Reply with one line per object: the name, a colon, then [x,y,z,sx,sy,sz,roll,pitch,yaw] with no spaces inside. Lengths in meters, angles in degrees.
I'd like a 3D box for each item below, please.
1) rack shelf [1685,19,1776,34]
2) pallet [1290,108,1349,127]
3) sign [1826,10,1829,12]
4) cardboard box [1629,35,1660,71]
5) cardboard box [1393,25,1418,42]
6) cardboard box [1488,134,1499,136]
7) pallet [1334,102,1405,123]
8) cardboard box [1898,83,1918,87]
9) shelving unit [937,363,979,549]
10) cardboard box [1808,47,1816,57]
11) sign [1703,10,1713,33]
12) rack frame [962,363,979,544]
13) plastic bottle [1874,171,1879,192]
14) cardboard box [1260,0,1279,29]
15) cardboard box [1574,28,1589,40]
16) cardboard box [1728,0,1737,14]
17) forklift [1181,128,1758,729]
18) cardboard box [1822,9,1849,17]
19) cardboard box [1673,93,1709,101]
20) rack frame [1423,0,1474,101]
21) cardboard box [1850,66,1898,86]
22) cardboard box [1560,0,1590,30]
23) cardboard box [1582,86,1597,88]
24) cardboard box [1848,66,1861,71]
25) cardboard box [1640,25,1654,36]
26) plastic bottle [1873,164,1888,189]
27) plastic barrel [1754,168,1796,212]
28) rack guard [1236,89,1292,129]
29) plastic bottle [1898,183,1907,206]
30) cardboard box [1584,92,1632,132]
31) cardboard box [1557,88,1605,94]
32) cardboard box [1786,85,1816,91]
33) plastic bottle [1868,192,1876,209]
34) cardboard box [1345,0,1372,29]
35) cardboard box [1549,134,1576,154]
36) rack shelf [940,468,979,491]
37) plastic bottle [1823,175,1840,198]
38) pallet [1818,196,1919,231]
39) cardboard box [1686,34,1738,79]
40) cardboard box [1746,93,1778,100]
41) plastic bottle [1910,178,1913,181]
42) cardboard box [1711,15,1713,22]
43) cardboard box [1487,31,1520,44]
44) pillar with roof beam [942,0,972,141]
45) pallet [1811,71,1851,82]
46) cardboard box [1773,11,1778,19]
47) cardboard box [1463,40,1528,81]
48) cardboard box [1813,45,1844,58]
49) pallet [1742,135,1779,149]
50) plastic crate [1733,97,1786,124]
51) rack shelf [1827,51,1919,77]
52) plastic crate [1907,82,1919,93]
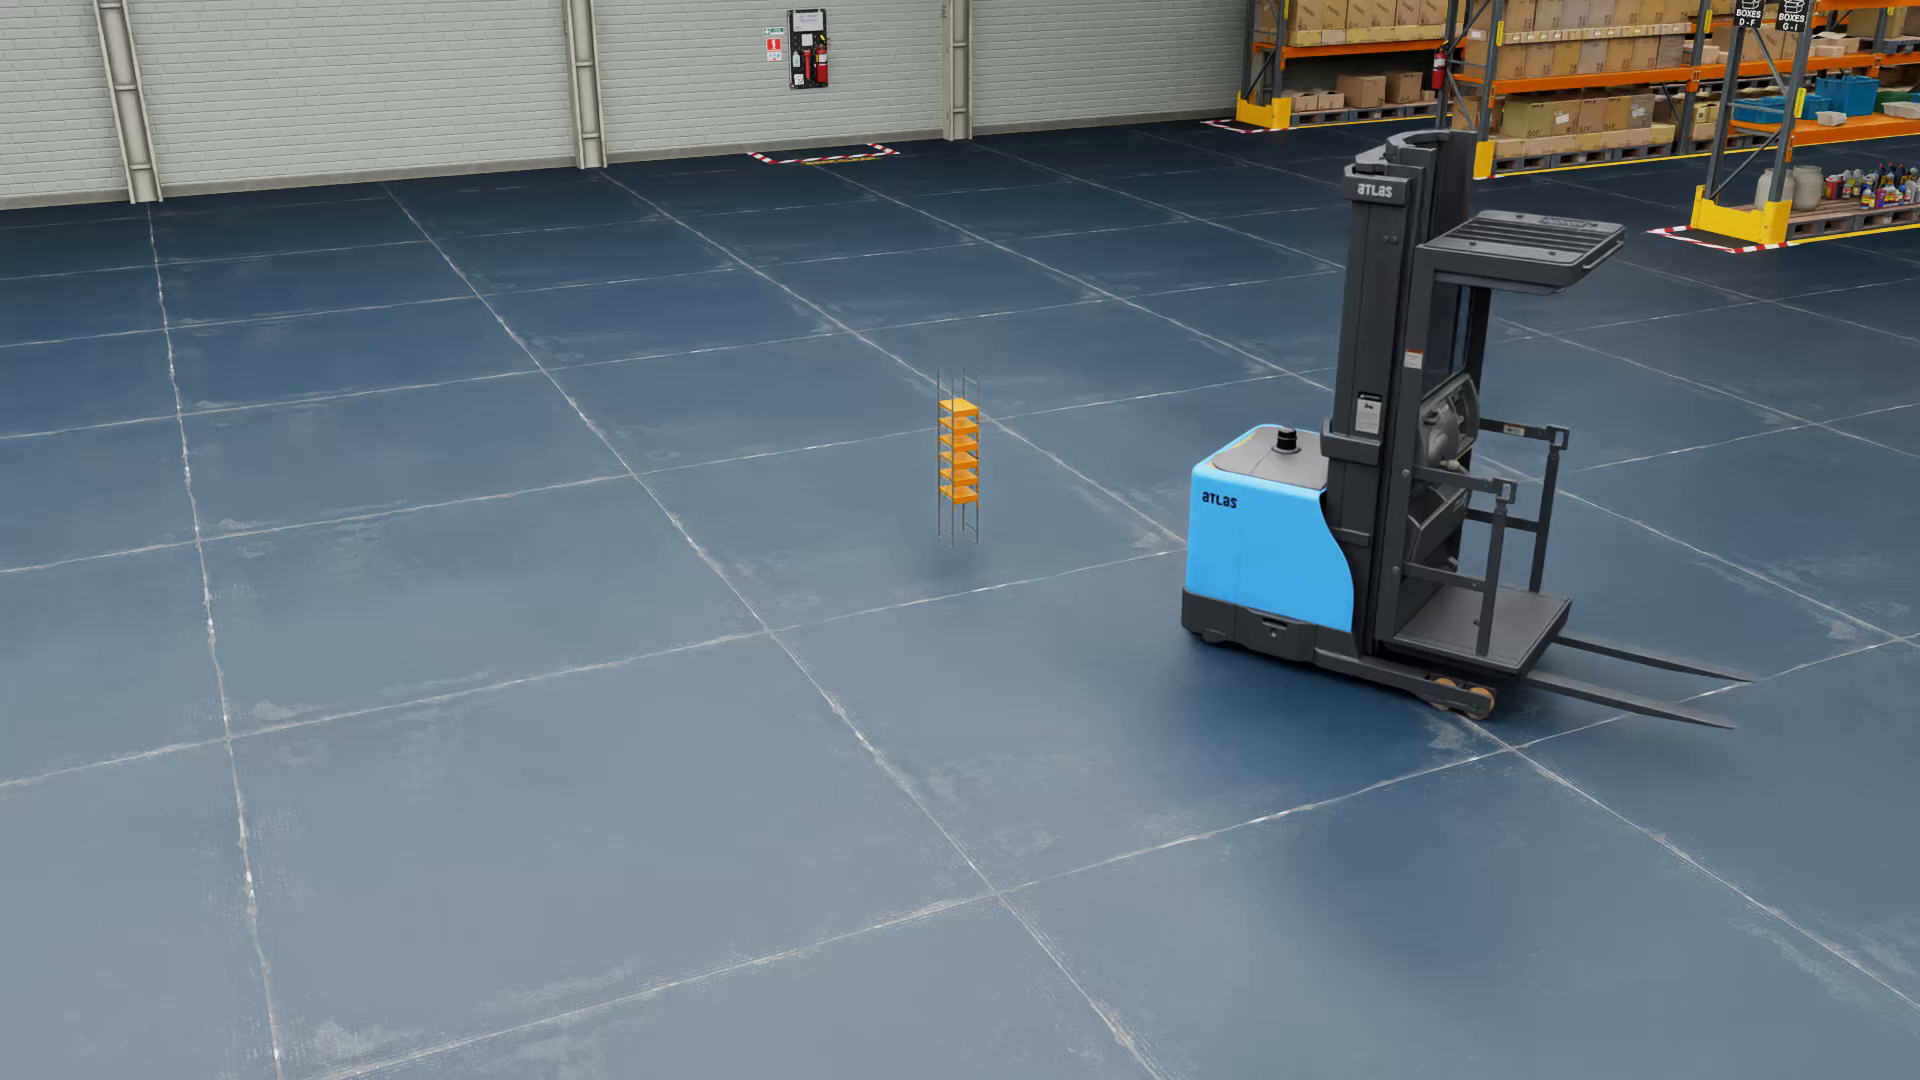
rack shelf: [14.115,-9.818,31.988,4.000,0.370,1.077,-10,25,-24]
pallet: [5.920,-7.339,28.703,1.213,0.211,1.003,-10,25,-24]
sign: [14.220,-8.796,27.168,0.005,0.325,0.100,-10,25,-24]
cardboard box: [9.990,-7.330,24.904,0.500,0.500,0.700,-11,25,-24]
cardboard box: [7.514,-8.744,28.622,0.500,0.250,0.500,-11,25,-24]
cardboard box: [7.611,-5.900,24.627,0.500,0.250,0.500,-10,25,-24]
pallet: [7.018,-7.540,29.188,1.213,0.211,1.003,-10,25,-24]
cardboard box: [15.922,-7.308,27.676,0.500,0.500,0.500,-11,25,-24]
shelving unit: [-0.013,-0.552,11.015,0.189,1.200,0.258,-10,25,-24]
cardboard box: [13.340,-7.765,26.416,0.250,0.149,0.380,-9,24,-20]
sign: [11.102,-7.695,24.681,0.005,0.325,0.100,-10,25,-24]
rack frame: [0.069,-0.567,11.051,0.006,1.200,0.240,-10,25,-24]
plastic bottle: [11.811,-4.624,21.492,0.097,0.271,0.097,0,22,0]
cardboard box: [5.437,-8.930,28.090,0.500,0.500,0.500,-11,25,-24]
cardboard box: [8.862,-7.337,24.073,0.250,0.149,0.380,-11,25,-24]
cardboard box: [14.698,-10.344,31.770,0.500,0.500,0.500,-10,25,-24]
forklift: [2.821,-0.624,8.926,3.031,2.935,1.130,14,26,31]
cardboard box: [17.073,-10.825,33.086,0.700,0.700,0.980,-11,25,-25]
cardboard box: [11.567,-6.886,26.276,0.500,0.311,0.500,-10,24,-22]
rack frame: [8.708,-9.156,29.446,0.127,3.000,1.000,-10,25,-24]
cardboard box: [15.254,-7.754,27.773,0.500,0.250,0.500,-9,24,-22]
cardboard box: [8.655,-7.686,24.069,0.500,0.500,0.700,-10,25,-23]
cardboard box: [11.686,-8.730,31.111,0.500,0.500,0.700,-10,25,-23]
cardboard box: [18.030,-9.868,33.886,0.500,0.500,0.700,-11,25,-25]
cardboard box: [10.013,-7.547,24.582,0.250,0.149,0.380,-10,25,-24]
plastic bottle: [11.928,-4.698,21.567,0.185,0.351,0.144,-12,25,-26]
plastic barrel: [9.961,-4.258,20.318,0.421,0.512,0.421,0,22,0]
rack guard: [5.172,-7.350,28.352,0.348,0.500,1.175,-10,25,-24]
plastic bottle: [11.751,-4.321,20.759,0.097,0.271,0.097,0,22,0]
cardboard box: [9.633,-6.404,24.864,0.500,0.500,0.500,-10,25,-24]
cardboard box: [9.405,-6.584,25.300,0.500,0.500,0.500,-10,25,-24]
cardboard box: [13.865,-7.310,27.299,0.500,0.311,0.500,-10,24,-22]
plastic bottle: [11.263,-4.199,20.555,0.097,0.201,0.097,0,22,0]
cardboard box: [6.582,-8.916,28.057,0.500,0.500,0.500,-11,25,-25]
cardboard box: [8.735,-5.888,24.599,0.500,0.250,0.500,-10,25,-24]
rack shelf: [-0.013,-0.400,11.078,0.180,0.103,0.258,-10,25,-24]
plastic bottle: [11.104,-4.511,21.211,0.135,0.276,0.152,-10,25,-23]
pallet: [11.281,-4.152,21.004,1.213,0.211,1.003,-10,25,-24]
cardboard box: [14.588,-9.382,32.255,0.750,0.750,0.750,-10,24,-22]
cardboard box: [12.725,-6.870,26.237,0.500,0.311,0.500,-10,24,-22]
plastic bottle: [12.018,-4.429,21.004,0.133,0.283,0.061,-10,25,-24]
cardboard box: [14.087,-9.945,31.656,0.250,0.149,0.380,-10,25,-23]
cardboard box: [7.703,-7.122,23.555,0.250,0.149,0.380,-11,25,-24]
pillar with roof beam: [1.820,-9.199,21.708,0.400,9.000,9.100,-10,25,-24]
pallet: [17.737,-9.497,33.917,1.213,0.211,1.003,-10,25,-24]
cardboard box: [15.735,-10.222,32.325,0.250,0.149,0.380,-10,25,-23]
cardboard box: [7.682,-6.905,23.878,0.500,0.500,0.700,-10,25,-24]
cardboard box: [13.774,-7.752,26.384,0.250,0.149,0.380,-10,25,-24]
pallet: [12.608,-6.500,26.677,1.213,0.211,1.003,-10,25,-24]
plastic crate: [9.722,-5.195,20.073,0.616,0.251,0.499,-10,25,-24]
rack shelf: [16.266,-8.112,27.865,4.000,0.370,1.077,-10,25,-24]
plastic crate: [12.478,-5.670,21.106,0.504,0.338,0.767,-10,25,-24]
